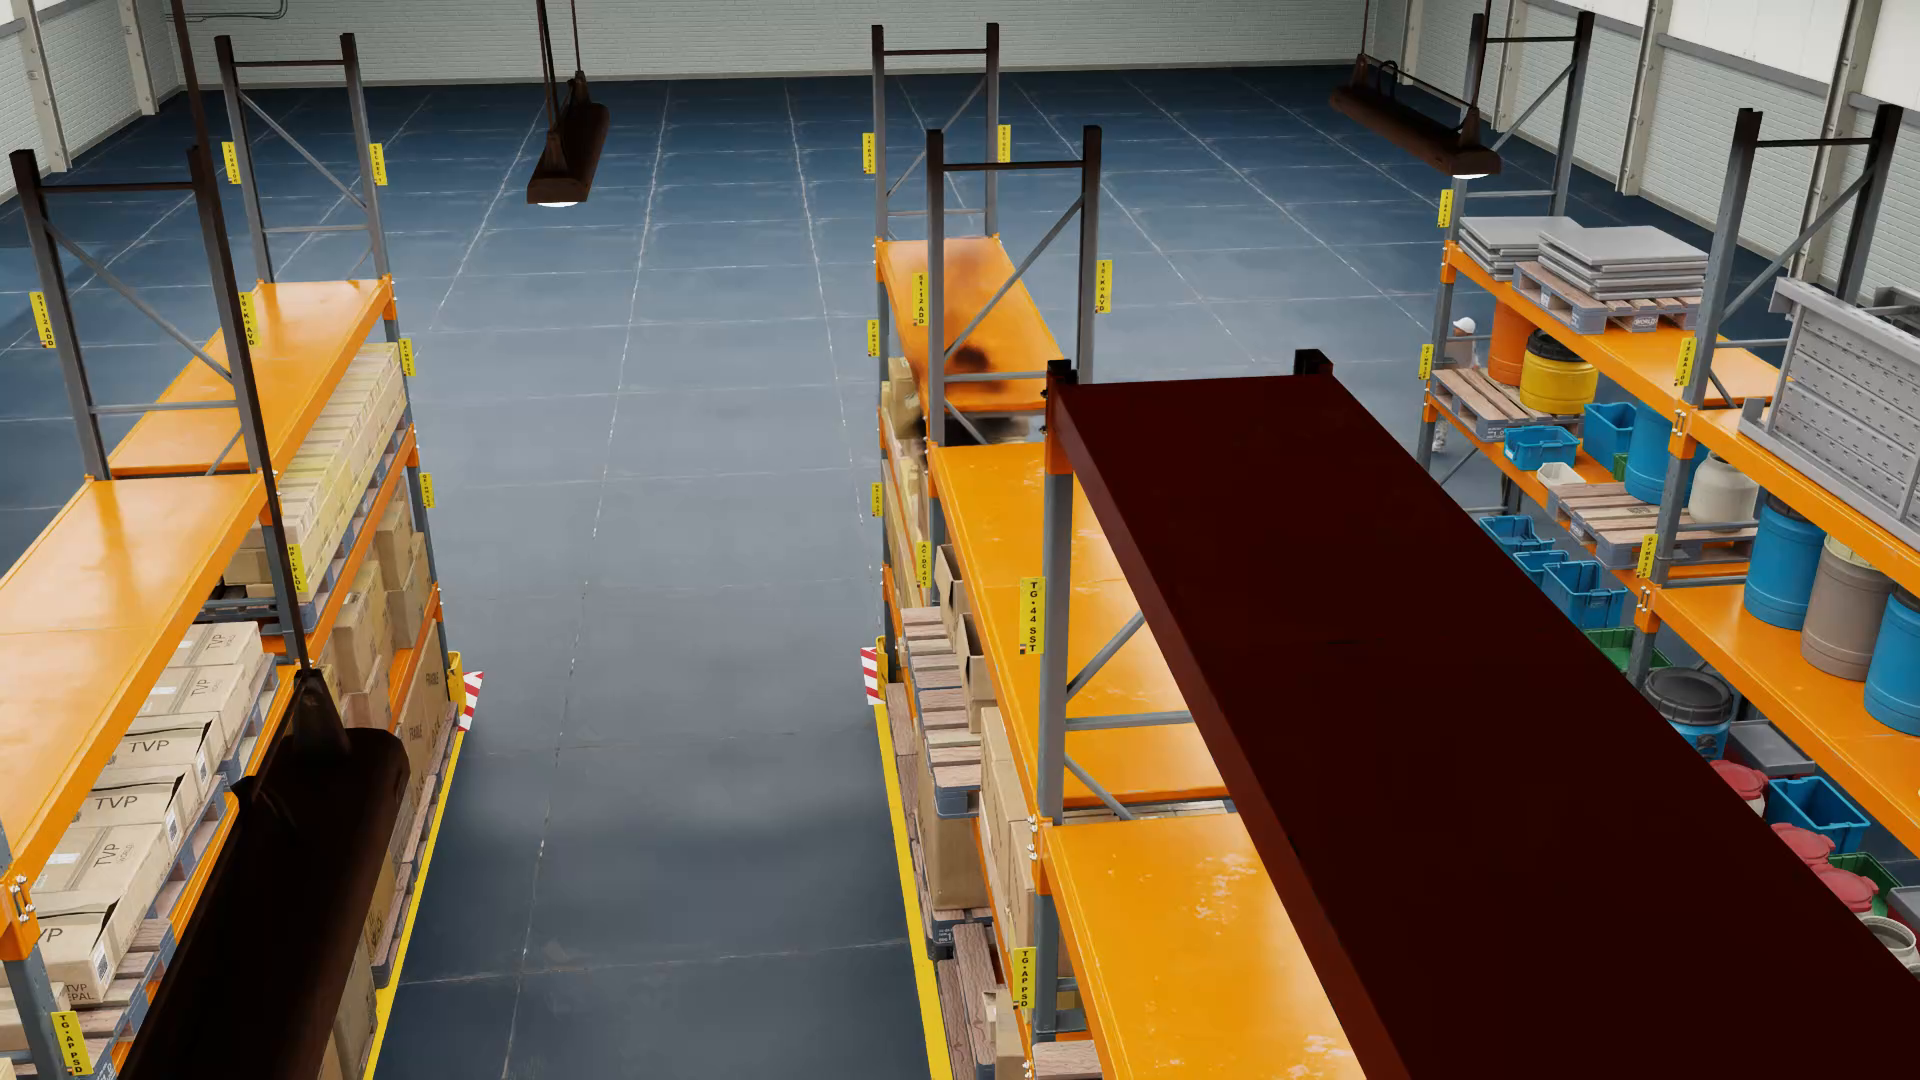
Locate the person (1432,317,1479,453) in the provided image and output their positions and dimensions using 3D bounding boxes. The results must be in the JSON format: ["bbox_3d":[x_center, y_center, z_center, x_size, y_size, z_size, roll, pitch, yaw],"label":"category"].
[{"bbox_3d":[6.147,-1.888,20.425,0.764,1.750,0.691,5,26,11],"label":"person"}]

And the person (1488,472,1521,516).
[{"bbox_3d":[6.455,-1.029,18.674,0.813,1.735,0.726,9,27,18],"label":"person"}]
